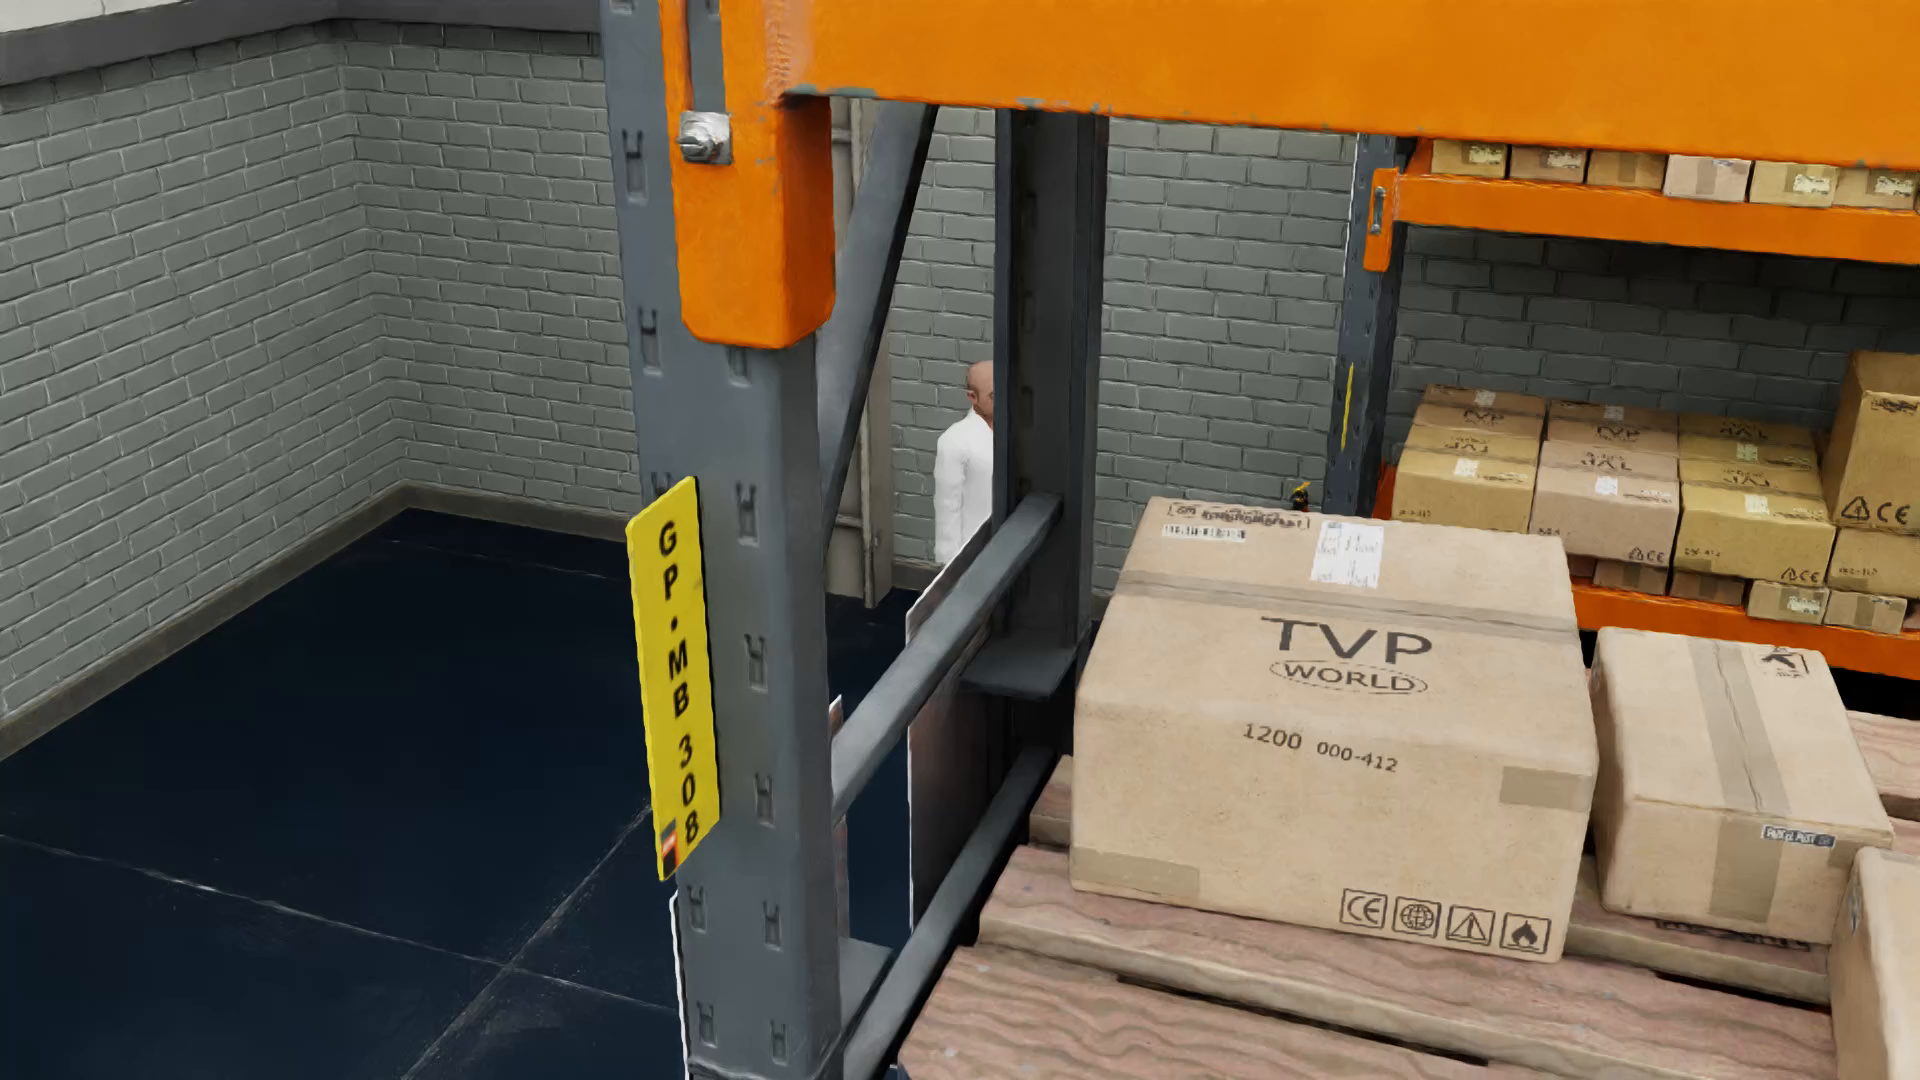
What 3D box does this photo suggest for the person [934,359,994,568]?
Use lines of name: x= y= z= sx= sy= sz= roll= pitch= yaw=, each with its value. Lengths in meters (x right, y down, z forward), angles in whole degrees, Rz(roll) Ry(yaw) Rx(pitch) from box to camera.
person: x=0.175 y=0.033 z=7.538 sx=0.739 sy=1.775 sz=0.605 roll=18 pitch=31 yaw=33
